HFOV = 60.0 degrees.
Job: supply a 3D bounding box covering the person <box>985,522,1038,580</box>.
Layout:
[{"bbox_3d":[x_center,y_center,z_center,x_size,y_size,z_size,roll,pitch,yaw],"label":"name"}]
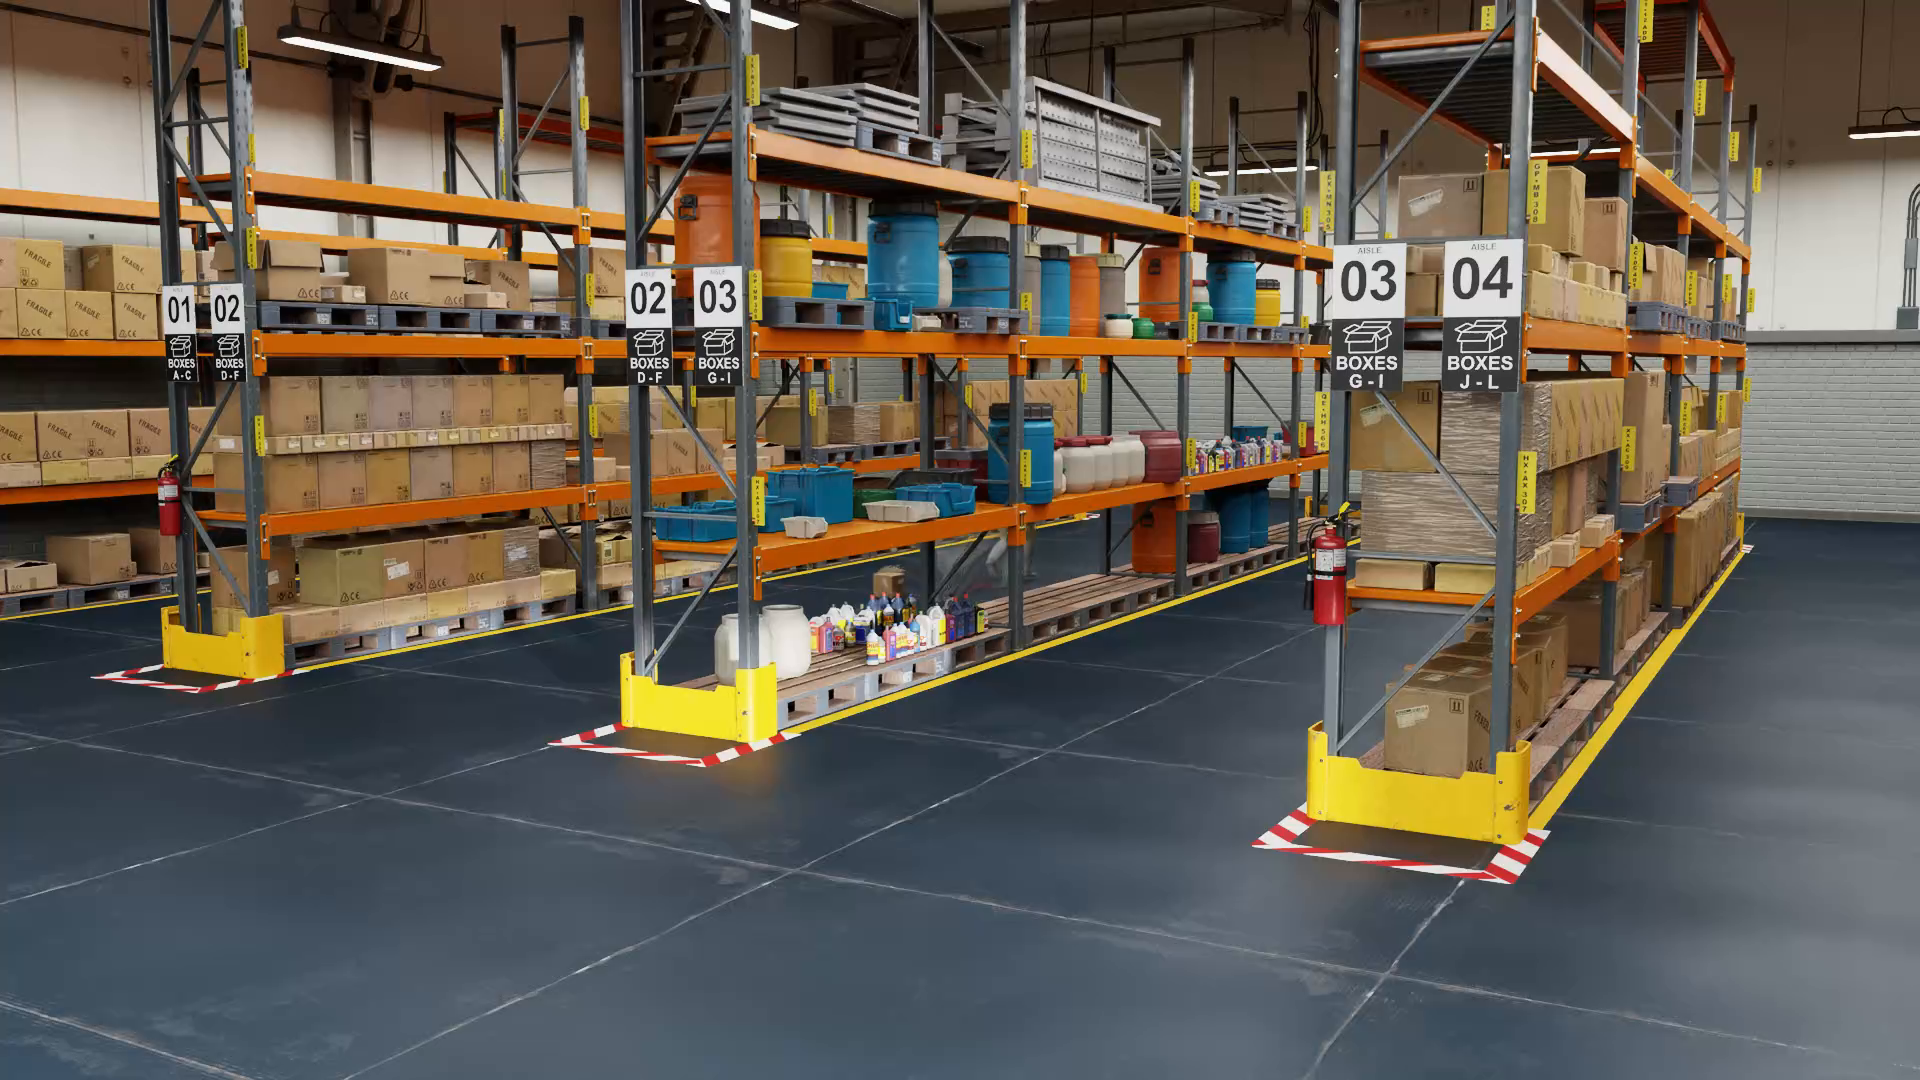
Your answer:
[{"bbox_3d":[0.619,-0.329,19.394,0.492,1.623,0.858,4,7,32],"label":"person"}]
